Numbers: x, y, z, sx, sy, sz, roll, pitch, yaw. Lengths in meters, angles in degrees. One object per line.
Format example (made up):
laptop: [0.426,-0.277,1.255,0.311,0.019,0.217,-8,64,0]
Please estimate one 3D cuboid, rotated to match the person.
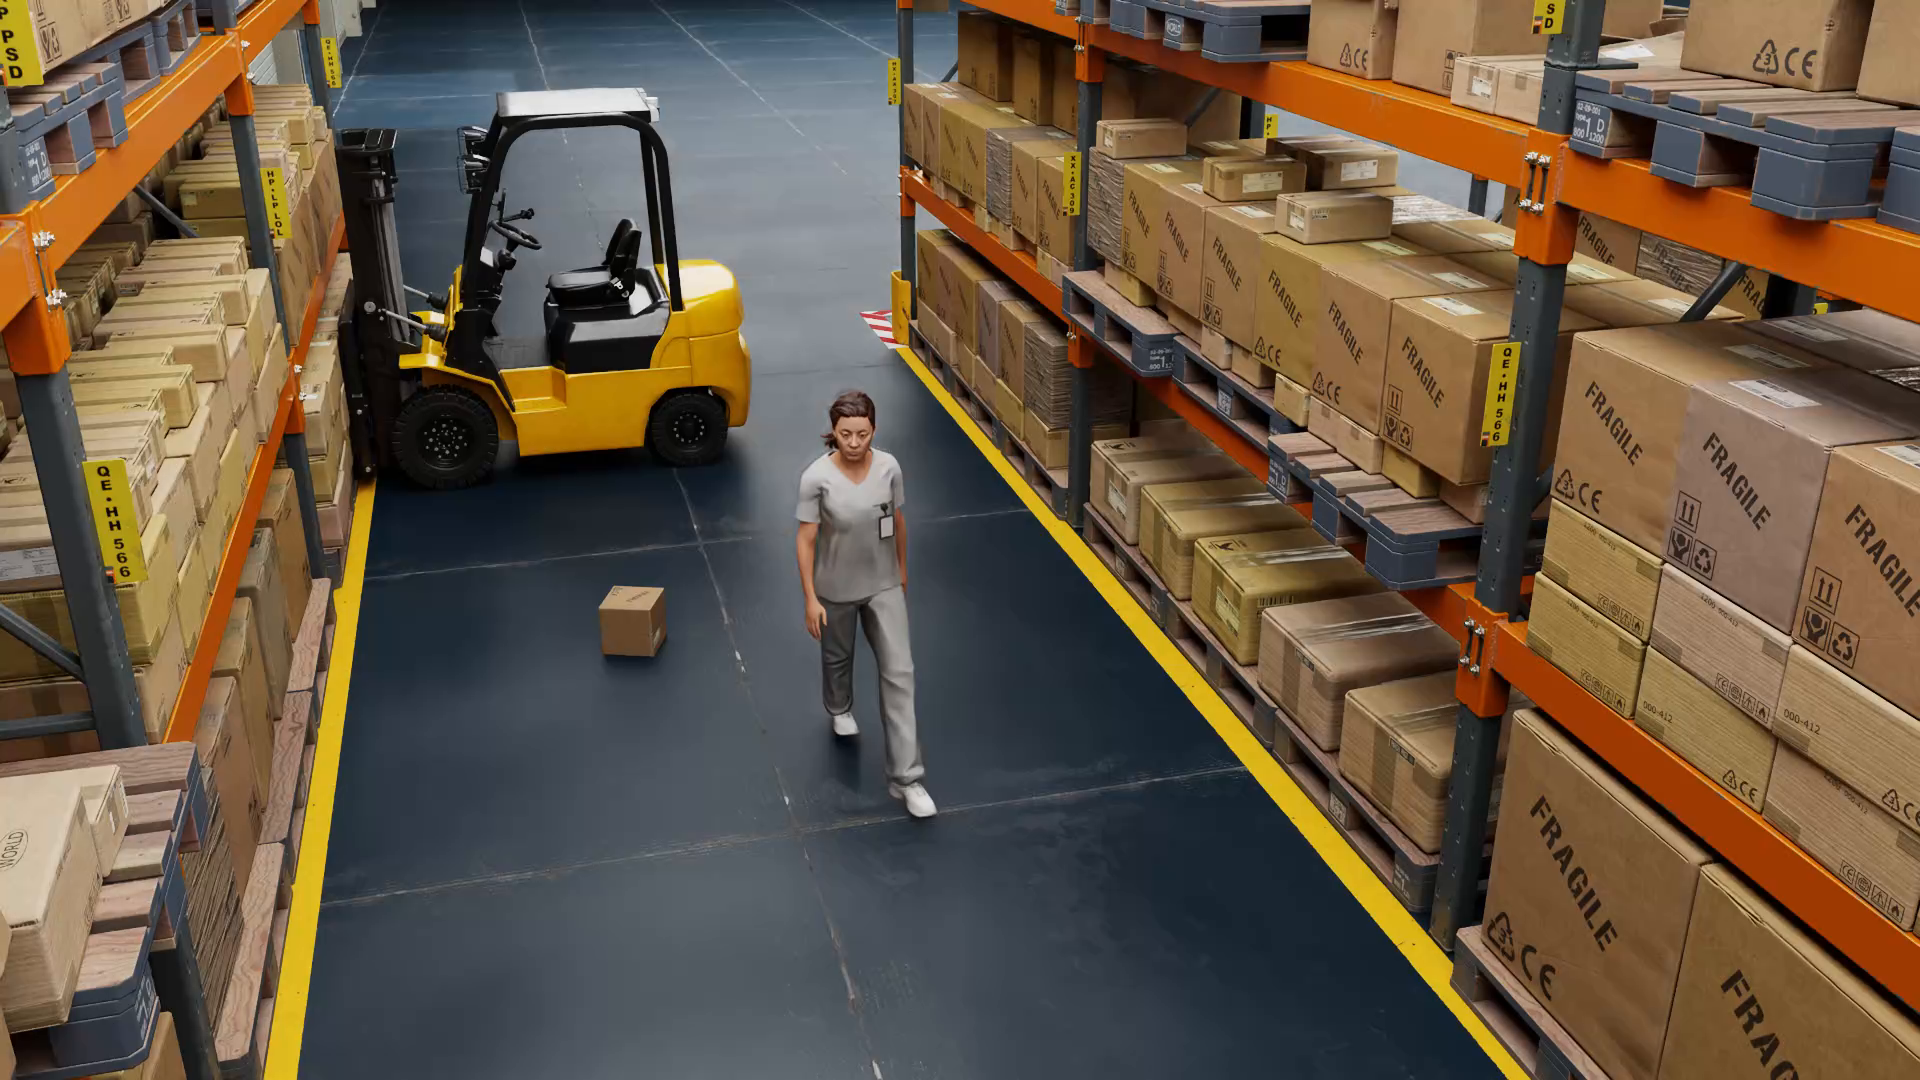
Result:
person: [-0.401,0.208,6.610,0.478,1.586,1.030,-5,24,-13]
